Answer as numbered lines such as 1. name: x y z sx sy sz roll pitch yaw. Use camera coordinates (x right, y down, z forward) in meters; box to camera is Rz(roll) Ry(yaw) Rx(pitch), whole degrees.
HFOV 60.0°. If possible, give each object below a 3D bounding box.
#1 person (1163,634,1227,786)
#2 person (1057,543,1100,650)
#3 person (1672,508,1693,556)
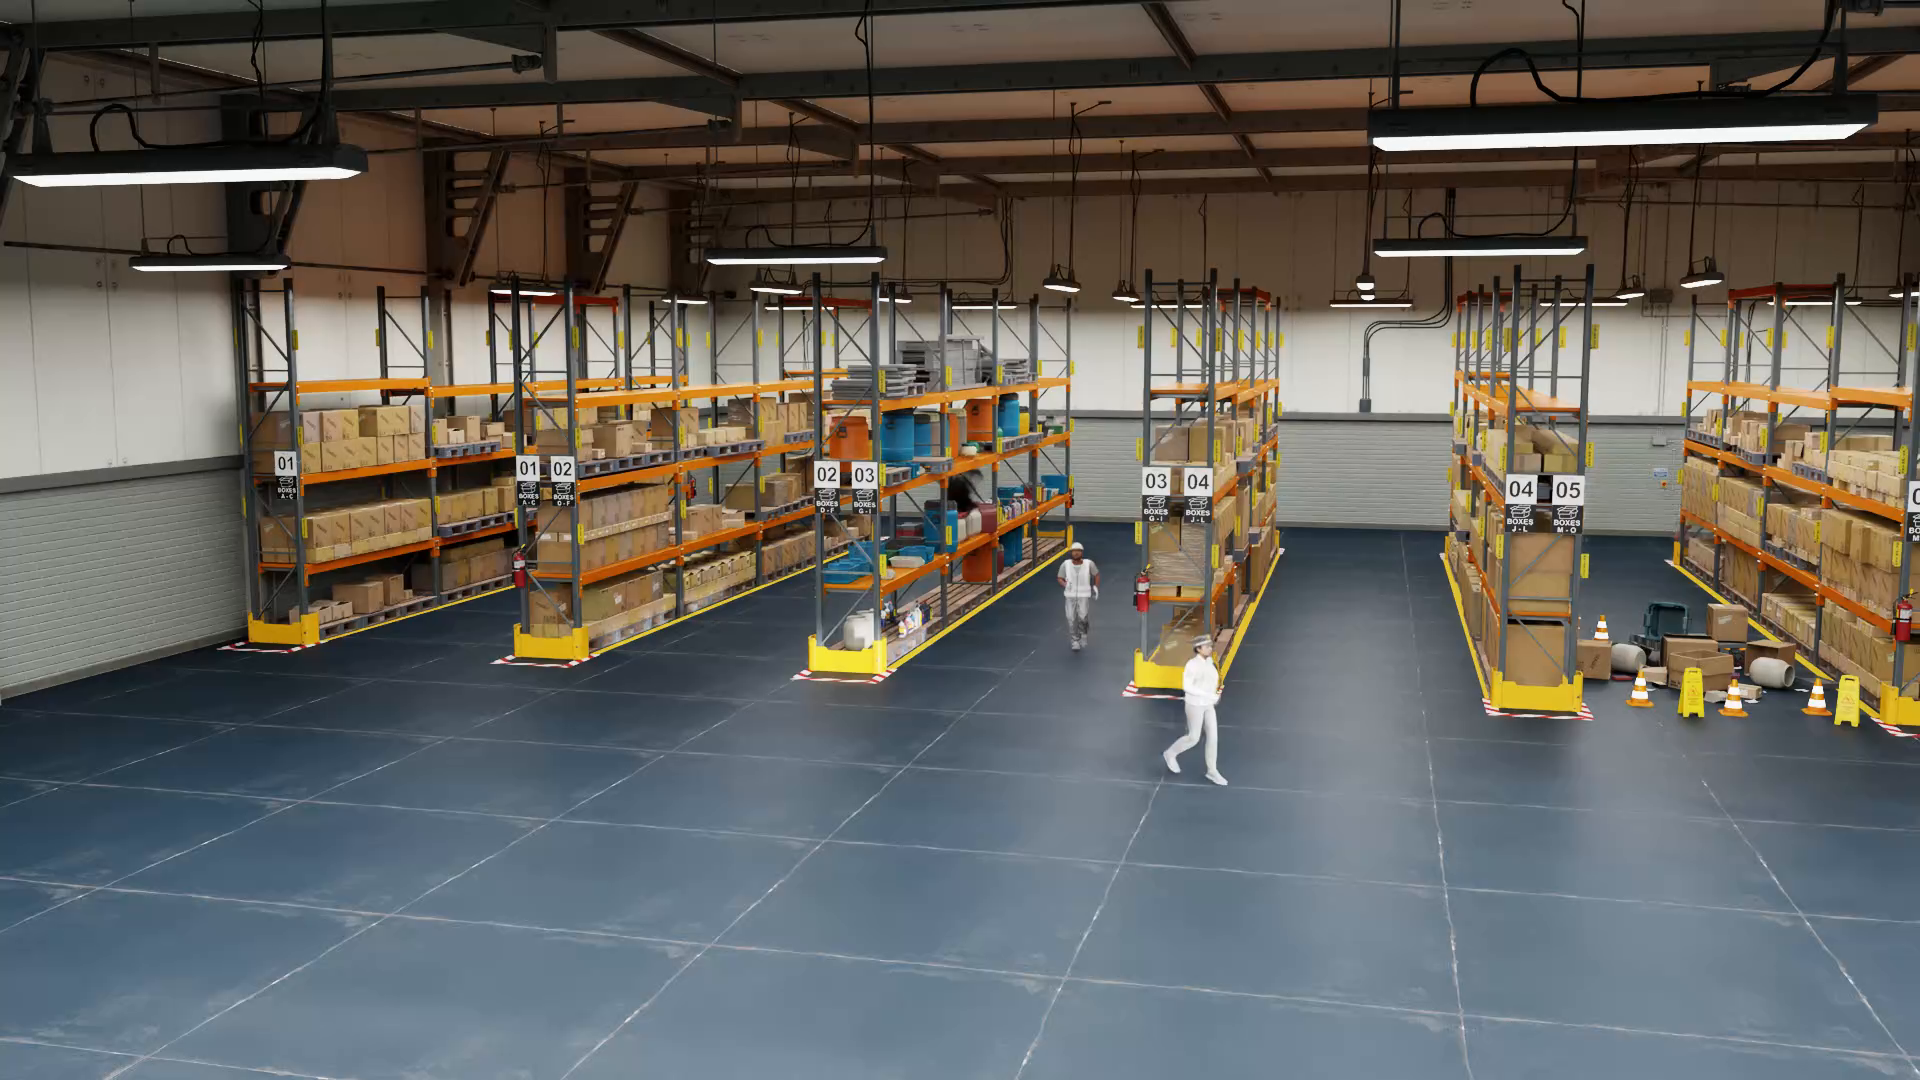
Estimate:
1. person: 2.719 1.899 18.984 0.815 1.712 0.637 6 9 43
2. person: 1.888 0.917 26.683 0.669 1.739 0.625 1 7 9
3. person: 16.770 -0.385 38.332 0.562 1.600 0.704 2 7 20
